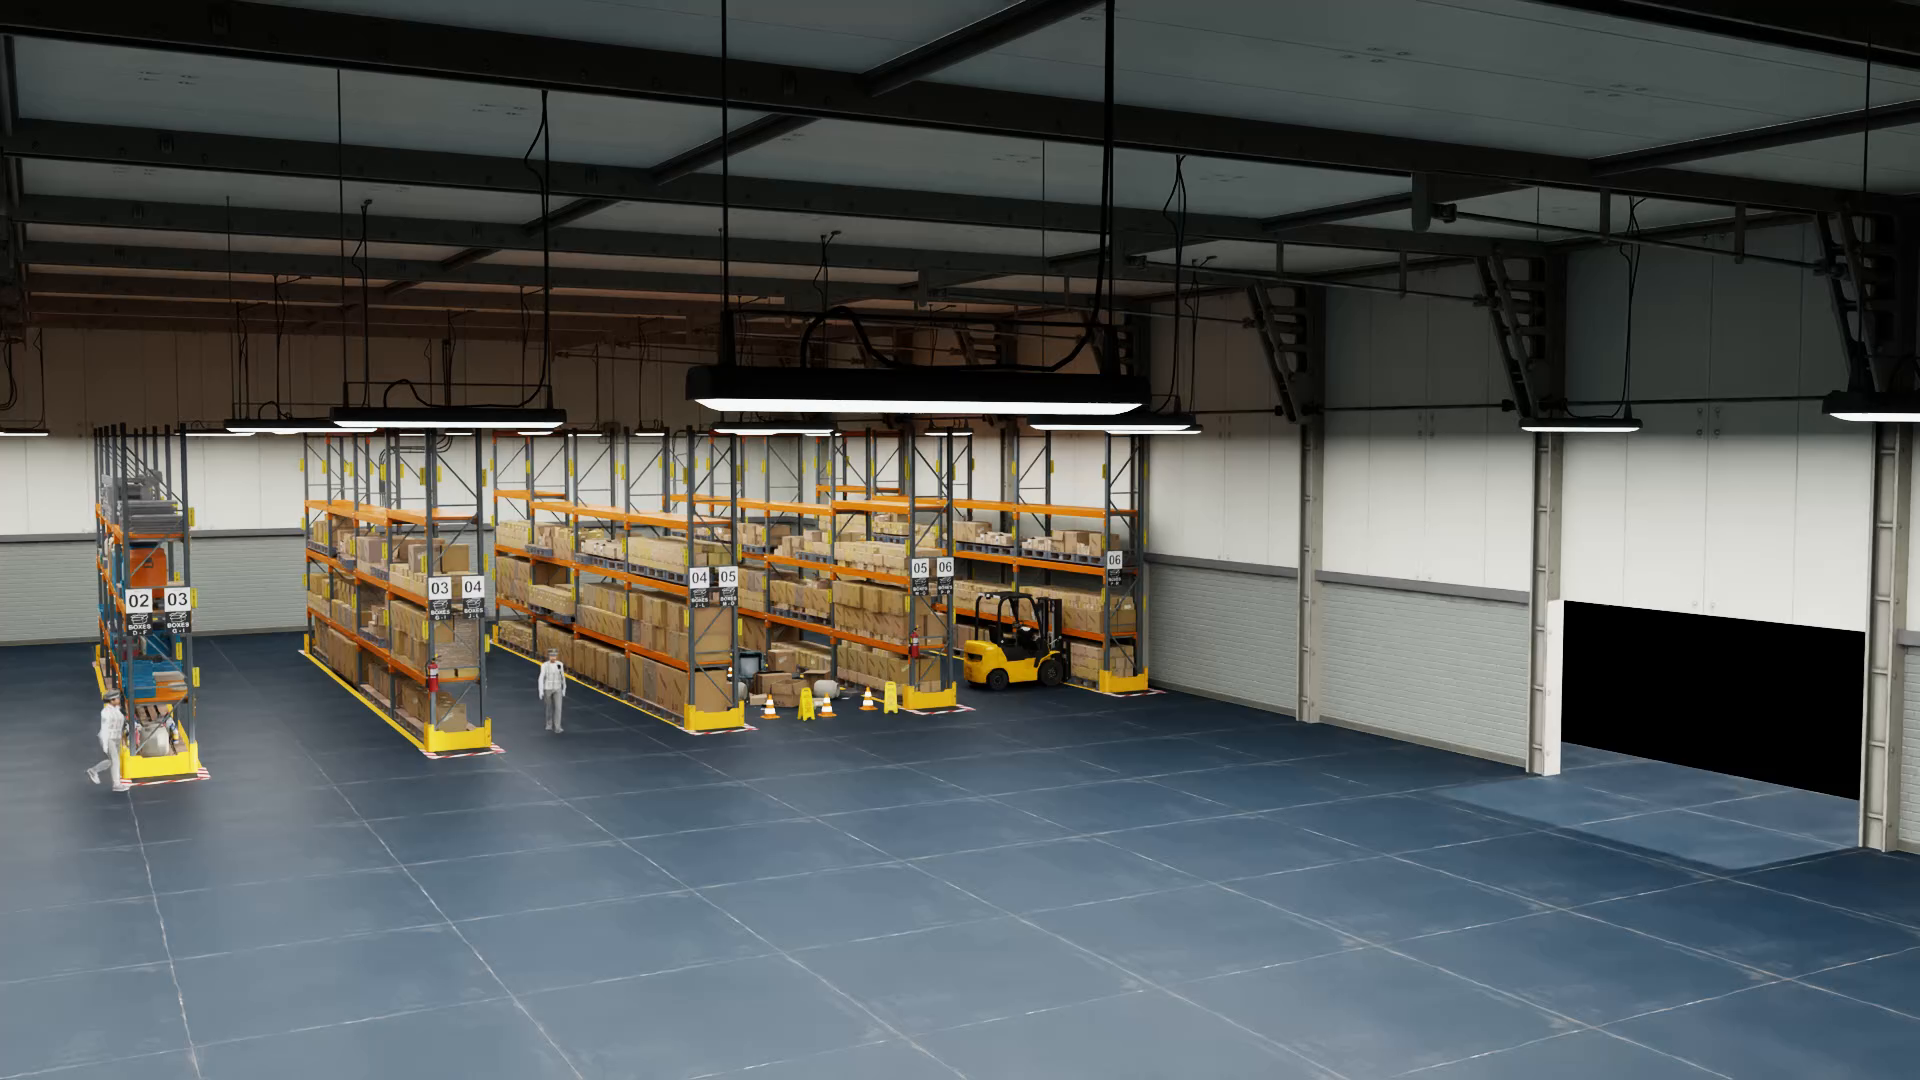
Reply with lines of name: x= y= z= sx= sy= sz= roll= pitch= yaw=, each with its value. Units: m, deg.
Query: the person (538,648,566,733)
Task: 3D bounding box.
person: x=-7.944 y=2.931 z=32.437 sx=0.534 sy=1.623 sz=0.912 roll=-1 pitch=4 yaw=-20

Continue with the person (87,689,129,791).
person: x=-13.896 y=3.247 z=27.087 sx=0.821 sy=1.640 sz=0.484 roll=1 pitch=3 yaw=8
